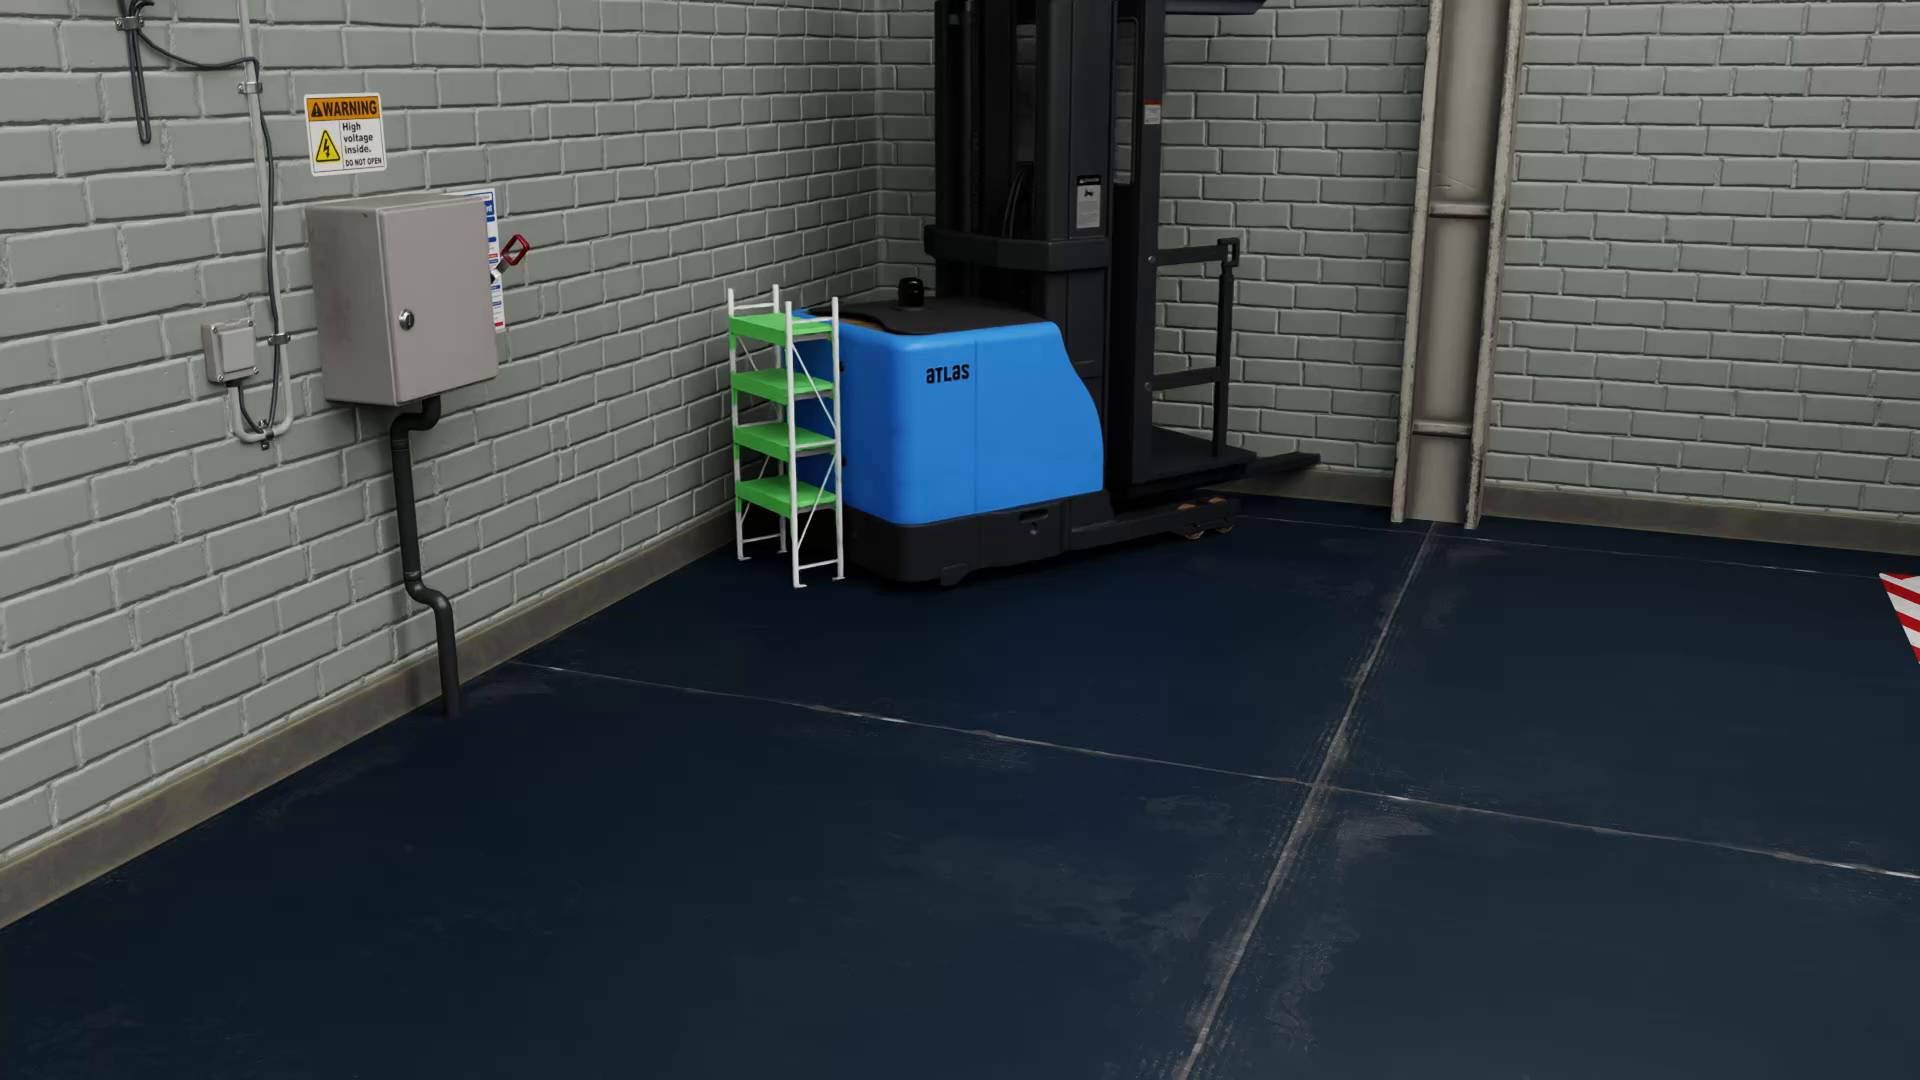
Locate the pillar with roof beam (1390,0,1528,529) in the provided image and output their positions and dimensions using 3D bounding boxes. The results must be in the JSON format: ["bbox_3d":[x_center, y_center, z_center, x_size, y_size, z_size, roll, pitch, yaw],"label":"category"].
[{"bbox_3d":[0.725,-3.314,2.950,0.400,9.000,9.100,6,17,21],"label":"pillar with roof beam"}]

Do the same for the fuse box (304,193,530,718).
[{"bbox_3d":[-1.683,-0.234,5.412,0.414,1.711,0.539,6,17,21],"label":"fuse box"}]

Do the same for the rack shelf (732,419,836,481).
[{"bbox_3d":[-0.741,-0.388,7.087,0.258,0.148,0.480,-11,20,-34],"label":"rack shelf"}]

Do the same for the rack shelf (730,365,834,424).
[{"bbox_3d":[-0.741,-0.618,7.020,0.258,0.148,0.480,-11,20,-34],"label":"rack shelf"}]

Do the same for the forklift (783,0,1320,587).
[{"bbox_3d":[0.698,-1.517,7.641,3.031,2.935,1.130,-11,20,-34],"label":"forklift"}]

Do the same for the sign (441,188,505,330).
[{"bbox_3d":[-1.695,-0.957,5.760,0.001,0.494,0.329,6,17,21],"label":"sign"}]

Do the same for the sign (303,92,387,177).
[{"bbox_3d":[-1.896,-1.257,5.141,0.001,0.242,0.339,6,17,21],"label":"sign"}]

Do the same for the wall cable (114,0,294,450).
[{"bbox_3d":[-2.080,-1.180,4.536,0.122,1.984,0.588,6,17,21],"label":"wall cable"}]

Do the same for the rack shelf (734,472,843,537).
[{"bbox_3d":[-0.741,-0.157,7.154,0.258,0.148,0.480,-11,20,-34],"label":"rack shelf"}]

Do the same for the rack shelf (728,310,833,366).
[{"bbox_3d":[-0.741,-0.849,6.953,0.258,0.148,0.480,-11,20,-34],"label":"rack shelf"}]

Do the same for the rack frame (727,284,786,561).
[{"bbox_3d":[-0.883,-0.505,7.259,0.240,1.200,0.015,-11,20,-34],"label":"rack frame"}]

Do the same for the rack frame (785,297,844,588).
[{"bbox_3d":[-0.599,-0.394,6.879,0.240,1.200,0.015,-11,20,-34],"label":"rack frame"}]

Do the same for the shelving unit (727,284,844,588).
[{"bbox_3d":[-0.741,-0.449,7.069,0.258,1.200,0.503,-11,20,-34],"label":"shelving unit"}]
